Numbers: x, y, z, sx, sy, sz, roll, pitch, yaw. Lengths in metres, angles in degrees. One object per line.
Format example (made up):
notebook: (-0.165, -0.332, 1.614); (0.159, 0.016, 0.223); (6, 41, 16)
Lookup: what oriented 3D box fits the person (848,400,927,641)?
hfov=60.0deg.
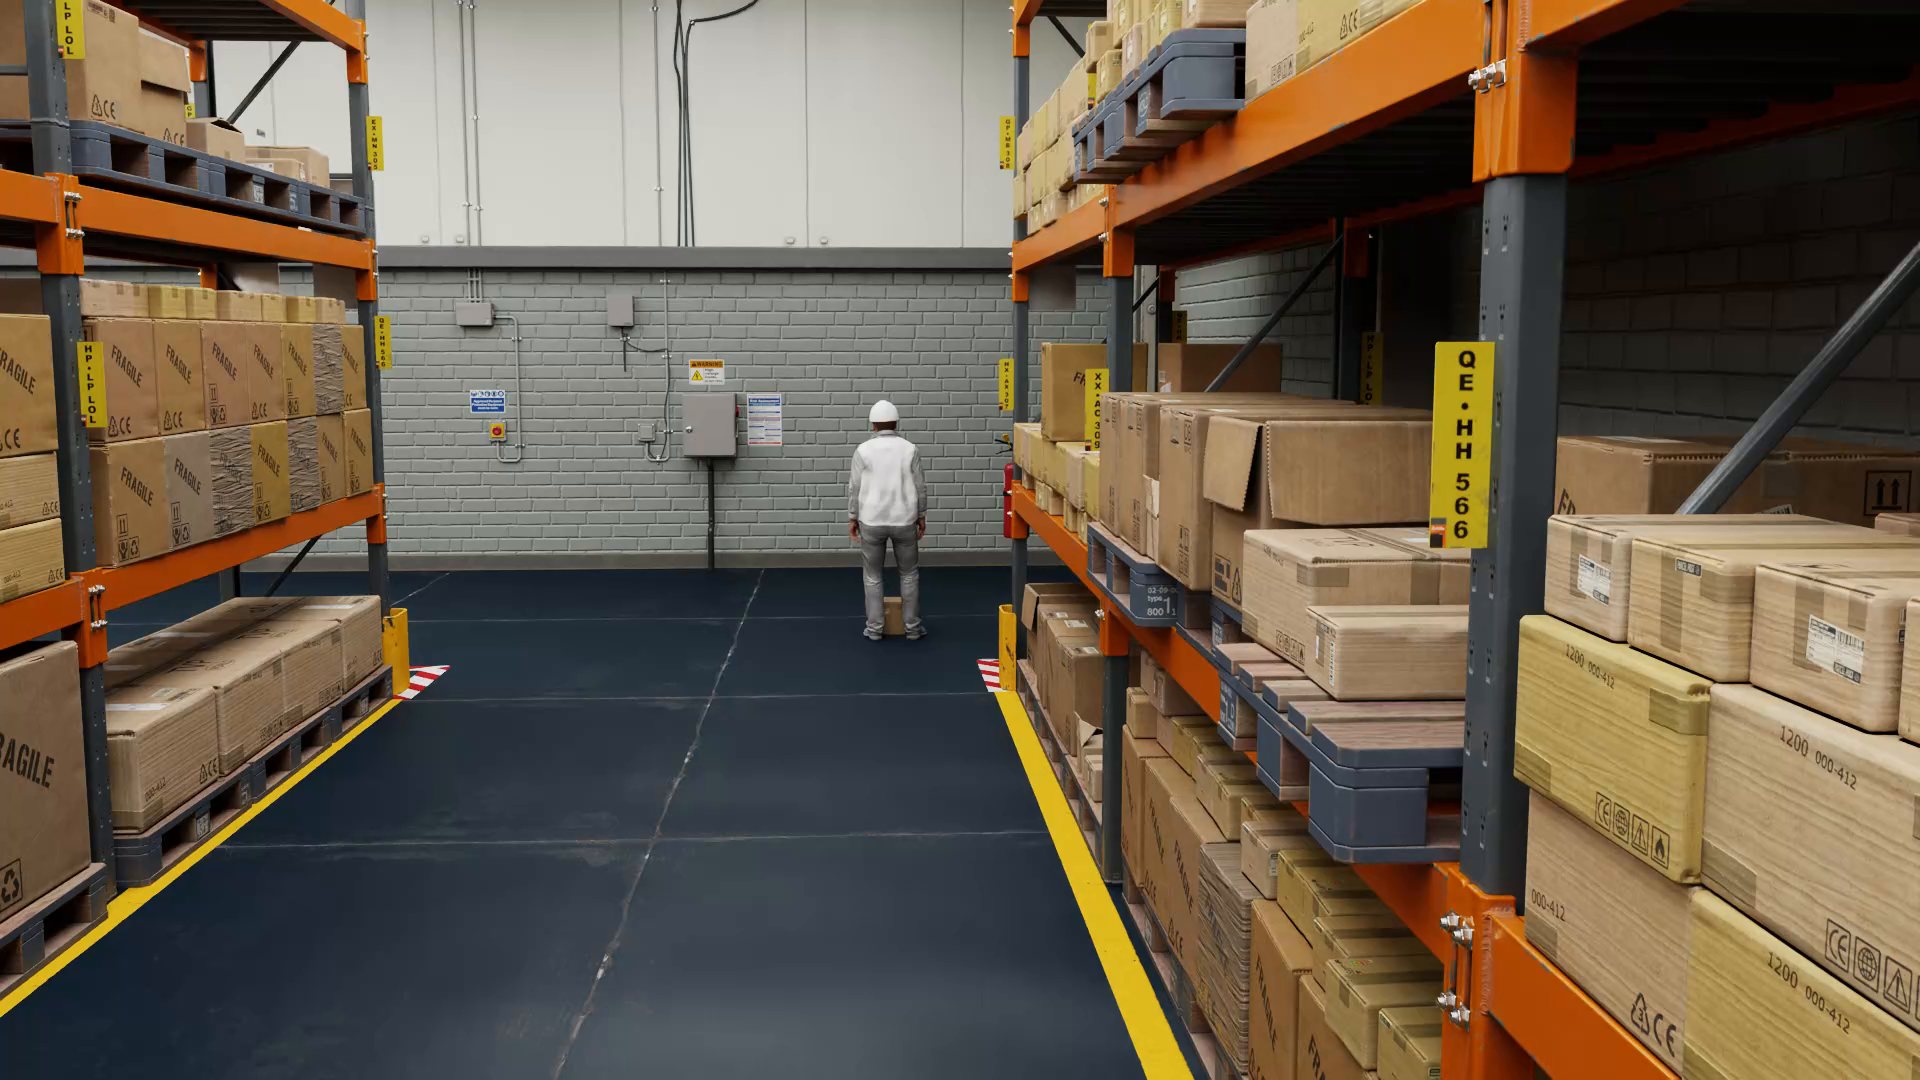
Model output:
person: (-0.536, -0.147, 12.354); (0.592, 1.773, 0.458); (-1, 7, -6)
